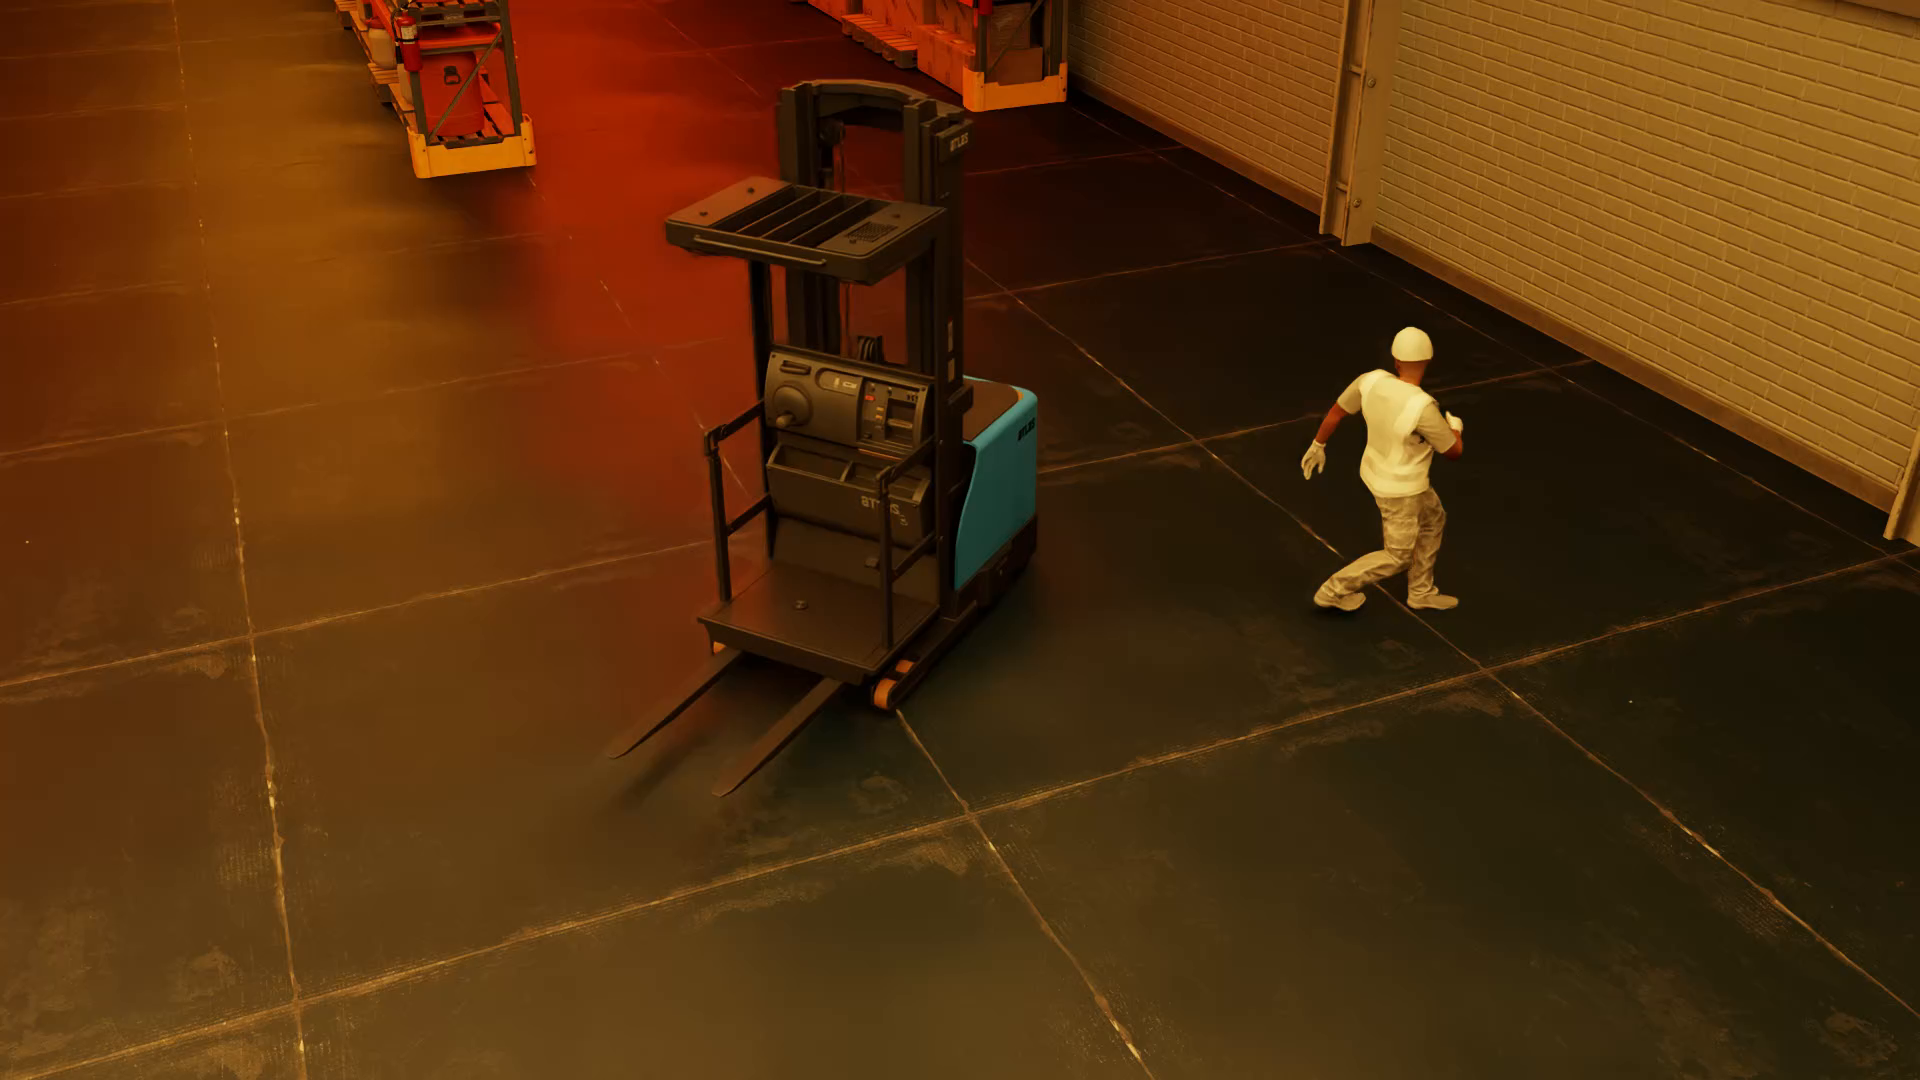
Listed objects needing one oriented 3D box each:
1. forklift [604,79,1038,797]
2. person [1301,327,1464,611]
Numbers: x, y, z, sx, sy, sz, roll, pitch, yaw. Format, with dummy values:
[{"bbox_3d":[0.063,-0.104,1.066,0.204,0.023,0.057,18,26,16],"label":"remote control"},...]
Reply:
[{"bbox_3d":[-0.679,-0.650,8.256,1.130,2.935,3.031,15,33,24],"label":"forklift"},{"bbox_3d":[2.366,-0.347,9.009,0.944,1.698,0.583,-3,30,-5],"label":"person"}]
